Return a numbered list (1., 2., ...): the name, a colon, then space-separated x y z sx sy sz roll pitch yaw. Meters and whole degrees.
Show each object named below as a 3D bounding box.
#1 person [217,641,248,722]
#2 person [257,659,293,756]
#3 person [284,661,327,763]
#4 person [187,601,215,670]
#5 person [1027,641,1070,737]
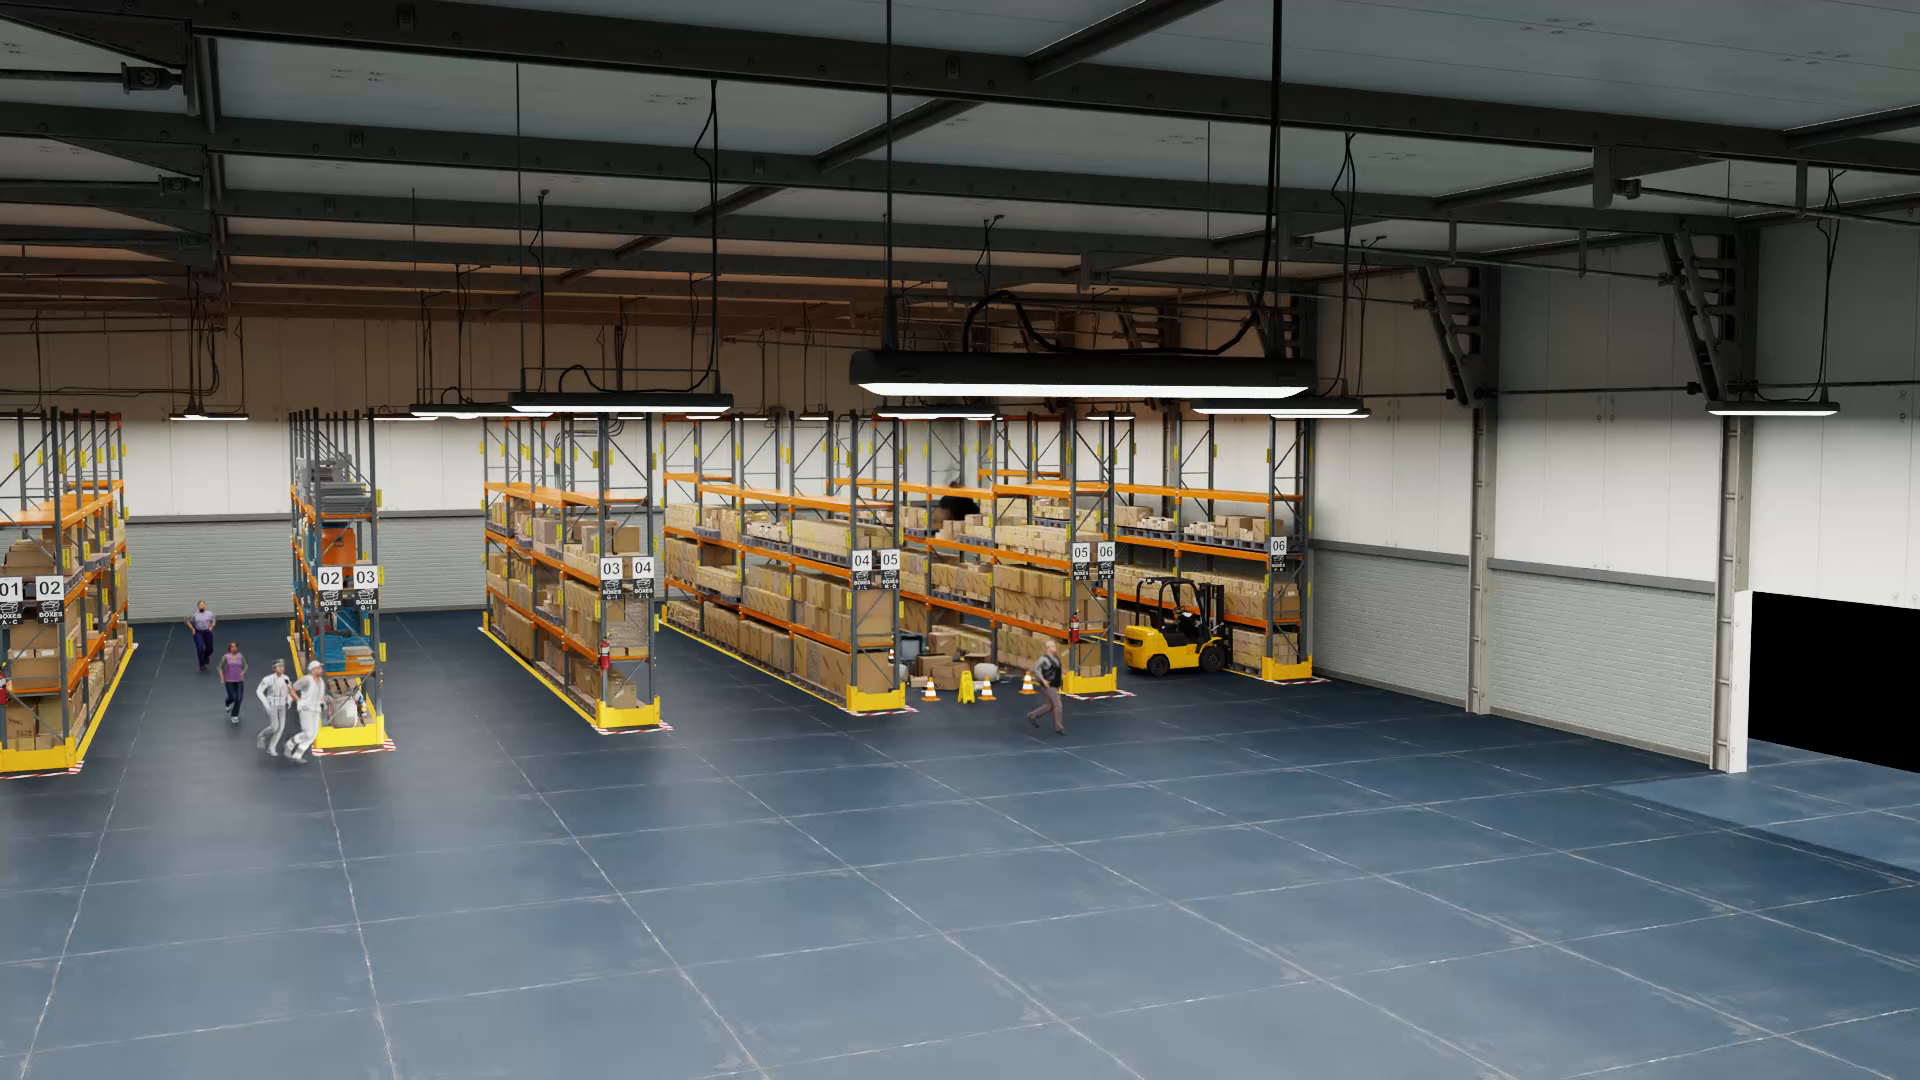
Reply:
1. person: -13.924 2.722 31.891 0.536 1.547 0.544 -3 5 -35
2. person: -11.862 2.893 28.876 0.527 1.673 0.618 3 5 38
3. person: -11.029 2.897 28.176 0.603 1.689 0.723 2 4 23
4. person: -17.664 2.210 38.750 0.611 1.598 0.664 -3 5 -34
5. person: 1.647 2.718 30.653 0.890 1.735 0.648 2 4 26
